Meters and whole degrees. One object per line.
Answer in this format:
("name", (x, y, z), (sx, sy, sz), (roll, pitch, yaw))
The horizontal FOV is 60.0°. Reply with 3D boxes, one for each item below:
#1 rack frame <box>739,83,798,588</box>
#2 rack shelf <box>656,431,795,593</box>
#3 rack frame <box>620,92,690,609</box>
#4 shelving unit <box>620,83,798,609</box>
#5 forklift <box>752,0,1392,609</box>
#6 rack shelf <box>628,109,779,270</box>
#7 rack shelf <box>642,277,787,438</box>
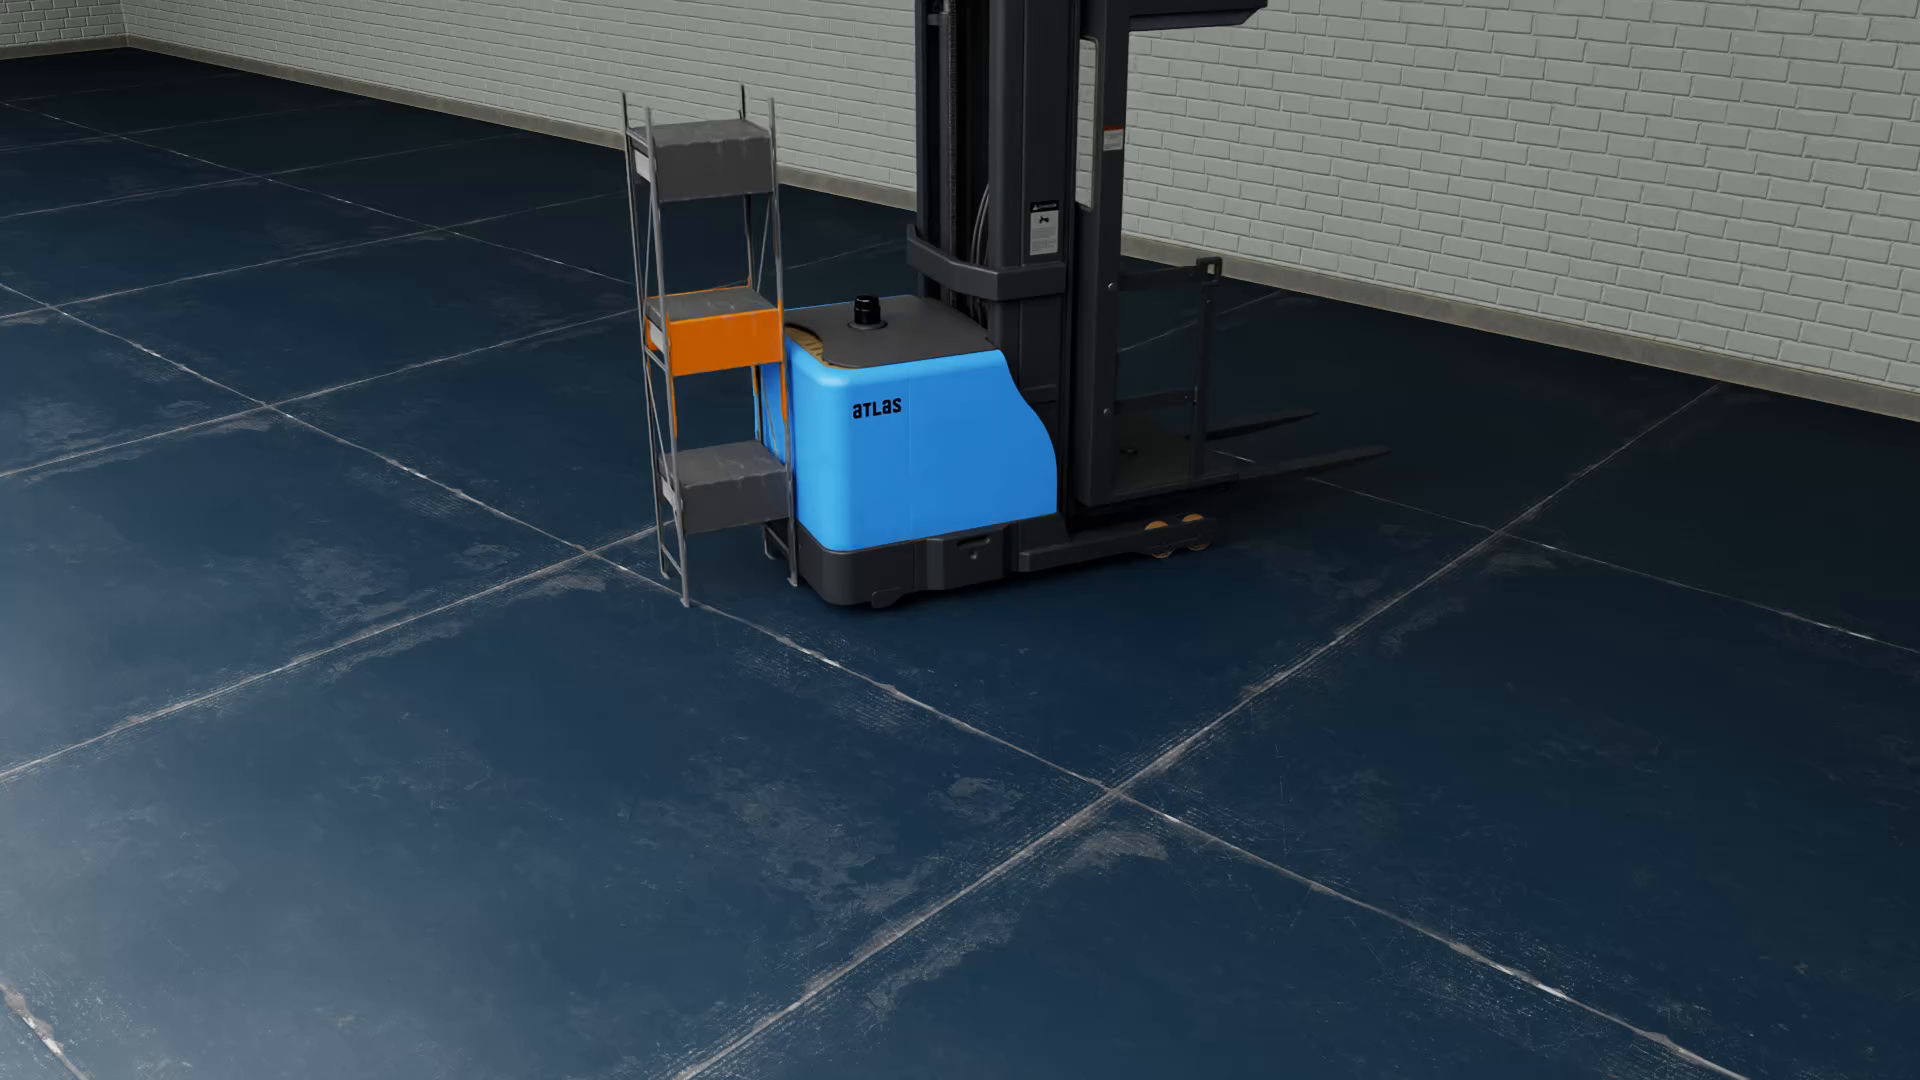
("rack frame", (-0.805, -0.823, 7.015), (0.015, 2.100, 0.400), (-11, 26, -22))
("rack shelf", (-1.024, -0.130, 7.215), (0.480, 0.518, 0.431), (-11, 26, -22))
("rack frame", (-1.248, -0.738, 6.829), (0.015, 2.100, 0.400), (-11, 26, -22))
("shelving unit", (-1.027, -0.780, 6.922), (0.503, 2.100, 0.431), (-11, 26, -22))
("forklift", (0.618, -1.439, 7.377), (3.031, 2.935, 1.130), (-11, 26, -23))
("rack shelf", (-1.029, -1.406, 6.640), (0.480, 0.518, 0.431), (-11, 26, -22))
("rack shelf", (-1.027, -0.768, 6.928), (0.480, 0.518, 0.431), (-11, 26, -22))
